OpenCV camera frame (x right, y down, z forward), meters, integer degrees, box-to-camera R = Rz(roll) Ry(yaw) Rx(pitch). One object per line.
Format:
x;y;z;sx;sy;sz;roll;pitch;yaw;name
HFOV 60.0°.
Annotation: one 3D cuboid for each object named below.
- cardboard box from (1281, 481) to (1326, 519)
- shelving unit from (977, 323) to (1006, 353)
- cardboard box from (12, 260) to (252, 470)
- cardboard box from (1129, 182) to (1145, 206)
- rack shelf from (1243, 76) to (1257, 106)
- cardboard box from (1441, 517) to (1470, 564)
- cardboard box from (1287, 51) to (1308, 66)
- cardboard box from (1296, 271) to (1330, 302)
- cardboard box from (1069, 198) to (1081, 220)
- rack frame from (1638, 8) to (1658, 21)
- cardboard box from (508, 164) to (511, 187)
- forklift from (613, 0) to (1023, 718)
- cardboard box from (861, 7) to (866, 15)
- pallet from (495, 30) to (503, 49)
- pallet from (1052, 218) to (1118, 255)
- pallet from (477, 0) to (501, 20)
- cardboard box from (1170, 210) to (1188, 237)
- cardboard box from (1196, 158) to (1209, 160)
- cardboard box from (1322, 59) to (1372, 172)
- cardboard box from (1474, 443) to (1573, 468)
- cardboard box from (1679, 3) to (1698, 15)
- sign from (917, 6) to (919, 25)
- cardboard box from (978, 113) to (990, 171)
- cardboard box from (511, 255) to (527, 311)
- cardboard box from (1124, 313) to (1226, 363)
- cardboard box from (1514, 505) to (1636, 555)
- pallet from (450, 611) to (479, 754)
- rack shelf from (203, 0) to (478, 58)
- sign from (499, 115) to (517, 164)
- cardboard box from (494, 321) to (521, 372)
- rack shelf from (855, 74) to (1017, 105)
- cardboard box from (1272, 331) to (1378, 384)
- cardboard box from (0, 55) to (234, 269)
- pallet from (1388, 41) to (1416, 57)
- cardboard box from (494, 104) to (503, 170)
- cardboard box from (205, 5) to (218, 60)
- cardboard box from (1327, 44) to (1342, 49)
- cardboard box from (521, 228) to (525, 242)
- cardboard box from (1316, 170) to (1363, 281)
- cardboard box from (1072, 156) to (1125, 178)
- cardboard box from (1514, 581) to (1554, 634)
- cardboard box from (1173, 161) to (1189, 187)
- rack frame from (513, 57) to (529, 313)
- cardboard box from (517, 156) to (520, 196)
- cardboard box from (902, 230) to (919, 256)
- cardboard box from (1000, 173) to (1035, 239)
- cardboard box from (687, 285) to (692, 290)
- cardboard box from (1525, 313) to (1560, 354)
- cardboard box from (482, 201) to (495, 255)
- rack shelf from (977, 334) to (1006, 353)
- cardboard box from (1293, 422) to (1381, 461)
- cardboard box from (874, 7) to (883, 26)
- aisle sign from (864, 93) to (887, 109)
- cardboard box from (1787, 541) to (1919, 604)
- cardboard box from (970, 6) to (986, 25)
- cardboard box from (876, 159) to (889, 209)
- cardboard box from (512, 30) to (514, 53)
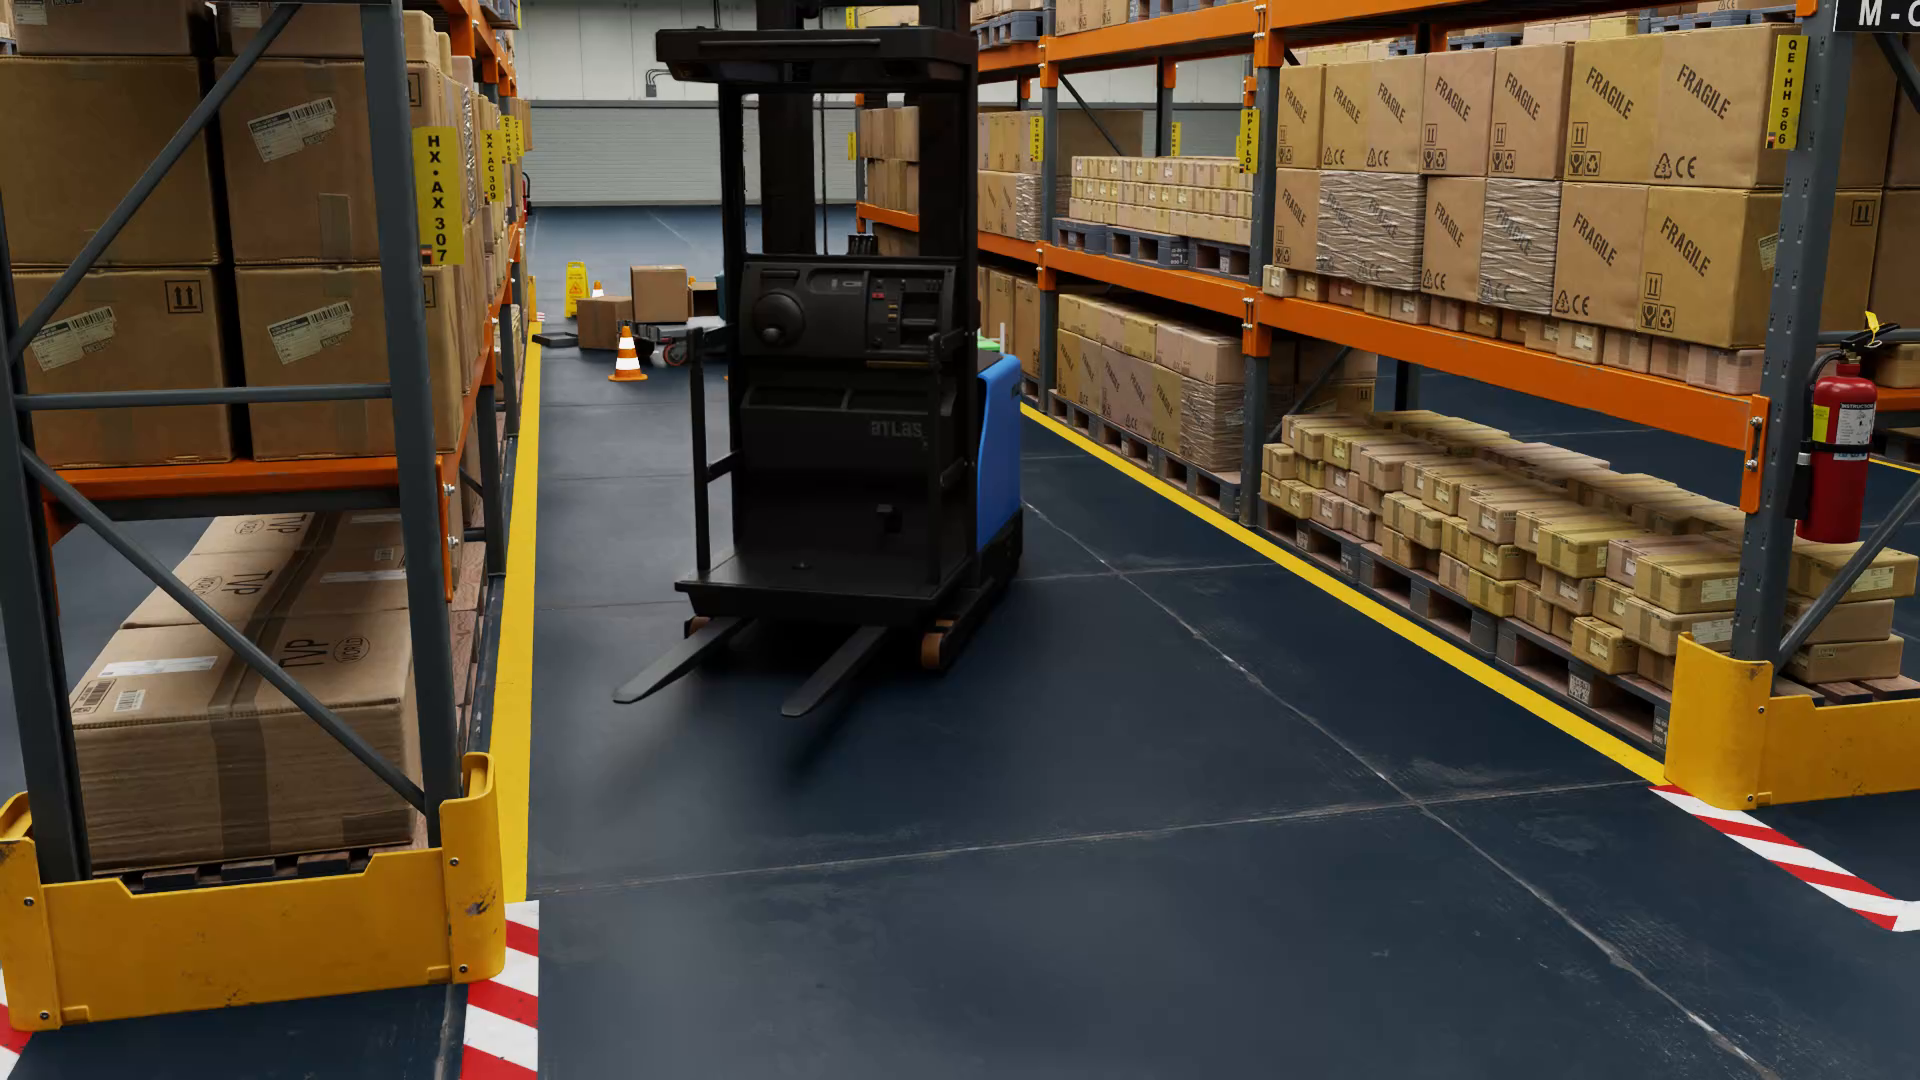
1.891;-0.215;8.608;0.380;0.149;0.250;-3;14;-12;cardboard box
0.049;-0.554;8.666;0.258;1.200;0.503;-3;14;-13;shelving unit
-2.163;-0.482;4.369;0.500;0.500;0.500;-3;14;-13;cardboard box
1.338;-2.288;10.991;0.380;0.149;0.250;-3;14;-14;cardboard box
4.552;-5.227;19.196;1.077;0.370;4.000;-3;14;-13;rack shelf
2.294;-0.004;7.120;0.380;0.149;0.250;-3;14;-10;cardboard box
4.184;-5.606;19.548;0.500;0.250;0.500;-3;14;-13;cardboard box
1.937;-1.298;8.448;0.380;0.149;0.250;-3;14;-12;cardboard box
1.025;-2.449;12.276;0.380;0.149;0.250;-3;14;-14;cardboard box
5.961;-5.649;13.089;1.000;3.000;0.127;-3;14;-13;rack frame
-4.162;-3.294;14.368;0.500;0.500;0.500;-3;14;-13;cardboard box
-0.523;-0.985;6.782;1.130;2.935;3.031;3;14;13;forklift
-0.936;-6.150;19.211;0.380;0.149;0.250;-3;14;-13;cardboard box
-4.323;-4.084;13.397;1.213;0.211;1.003;-3;14;-13;pallet
1.387;-2.230;12.139;1.213;0.211;1.003;-3;14;-13;pallet
-3.203;-3.144;9.555;1.003;0.211;1.213;-3;14;-11;pallet
1.522;-1.961;10.276;0.380;0.149;0.250;-4;14;-16;cardboard box
1.861;-2.585;11.579;0.380;0.149;0.250;-3;14;-12;cardboard box
2.061;-2.001;7.854;0.500;0.500;0.500;-4;14;-15;cardboard box
2.695;-0.364;7.966;0.380;0.149;0.250;-4;14;-16;cardboard box
6.101;-4.606;13.876;0.500;0.500;0.500;-3;14;-13;cardboard box
-0.362;-5.120;15.987;0.100;0.325;0.005;-3;14;-13;sign
0.540;-3.589;14.981;0.700;0.500;0.500;-3;14;-13;cardboard box
-4.487;-2.489;16.123;0.500;0.500;0.500;-3;14;-11;cardboard box
1.389;-1.311;10.775;0.500;0.250;0.500;-4;14;-16;cardboard box
2.438;-0.029;6.595;0.380;0.149;0.250;-4;14;-15;cardboard box
-2.340;0.557;6.204;1.003;0.211;1.213;-3;14;-13;pallet
-2.263;-1.906;5.604;1.077;0.370;4.000;-3;14;-13;rack shelf
-3.133;-2.777;11.532;0.100;0.325;0.005;-3;14;-13;sign
-4.148;-1.586;13.750;0.950;0.372;0.625;-3;14;-11;cardboard box
-0.293;-4.973;18.159;1.077;0.370;4.000;-3;14;-13;rack shelf
2.139;-1.098;9.903;0.500;0.250;0.500;-4;14;-16;cardboard box
-2.138;-0.969;4.256;0.500;0.500;0.500;-3;14;-11;cardboard box
5.063;-4.875;16.637;1.213;0.211;1.003;-3;14;-13;pallet
-3.168;-2.494;10.498;0.500;0.500;0.500;-3;14;-12;cardboard box
-2.155;-1.315;4.306;0.380;0.149;0.250;-3;14;-12;cardboard box
4.350;-5.598;18.677;0.380;0.149;0.250;-3;14;-11;cardboard box
-4.957;-3.324;18.176;0.380;0.149;0.250;-3;14;-12;cardboard box
2.050;-1.510;7.950;0.500;0.500;0.500;-3;14;-13;cardboard box
1.037;-2.734;12.189;0.380;0.149;0.250;-3;14;-13;cardboard box
2.461;0.259;6.667;0.380;0.149;0.250;-3;14;-13;cardboard box
1.533;-2.251;10.210;0.380;0.149;0.250;-4;14;-15;cardboard box
-5.551;-4.028;19.094;1.000;3.000;0.127;-3;14;-13;rack frame
-4.689;-3.646;16.694;0.500;0.500;0.500;-3;14;-14;cardboard box
-0.118;-2.933;18.204;0.875;0.875;0.875;-3;14;-13;cardboard box
0.634;-2.734;13.588;0.500;0.500;0.500;-3;14;-13;cardboard box
-2.677;-2.551;18.309;0.637;0.503;0.797;10;17;35;cardboard box
2.432;-0.810;6.452;0.380;0.149;0.250;-4;14;-16;cardboard box
-2.562;-1.547;8.201;0.500;0.250;0.500;-4;14;-15;cardboard box
0.049;-0.958;8.567;0.258;0.148;0.480;-3;14;-13;rack shelf
1.942;-0.509;8.559;0.380;0.149;0.250;-3;14;-10;cardboard box
-0.659;-5.750;18.414;0.500;0.250;0.500;-3;14;-14;cardboard box
-1.071;-5.590;20.009;0.394;0.787;0.004;-3;14;-13;aisle sign
3.202;0.116;6.001;0.380;0.149;0.250;-4;14;-16;cardboard box
0.253;-4.654;14.771;0.380;0.149;0.250;-3;14;-13;cardboard box
-0.472;-4.055;18.889;0.875;0.550;0.550;-3;14;-13;cardboard box
-4.925;-5.218;17.335;0.500;0.250;0.500;-3;14;-12;cardboard box
